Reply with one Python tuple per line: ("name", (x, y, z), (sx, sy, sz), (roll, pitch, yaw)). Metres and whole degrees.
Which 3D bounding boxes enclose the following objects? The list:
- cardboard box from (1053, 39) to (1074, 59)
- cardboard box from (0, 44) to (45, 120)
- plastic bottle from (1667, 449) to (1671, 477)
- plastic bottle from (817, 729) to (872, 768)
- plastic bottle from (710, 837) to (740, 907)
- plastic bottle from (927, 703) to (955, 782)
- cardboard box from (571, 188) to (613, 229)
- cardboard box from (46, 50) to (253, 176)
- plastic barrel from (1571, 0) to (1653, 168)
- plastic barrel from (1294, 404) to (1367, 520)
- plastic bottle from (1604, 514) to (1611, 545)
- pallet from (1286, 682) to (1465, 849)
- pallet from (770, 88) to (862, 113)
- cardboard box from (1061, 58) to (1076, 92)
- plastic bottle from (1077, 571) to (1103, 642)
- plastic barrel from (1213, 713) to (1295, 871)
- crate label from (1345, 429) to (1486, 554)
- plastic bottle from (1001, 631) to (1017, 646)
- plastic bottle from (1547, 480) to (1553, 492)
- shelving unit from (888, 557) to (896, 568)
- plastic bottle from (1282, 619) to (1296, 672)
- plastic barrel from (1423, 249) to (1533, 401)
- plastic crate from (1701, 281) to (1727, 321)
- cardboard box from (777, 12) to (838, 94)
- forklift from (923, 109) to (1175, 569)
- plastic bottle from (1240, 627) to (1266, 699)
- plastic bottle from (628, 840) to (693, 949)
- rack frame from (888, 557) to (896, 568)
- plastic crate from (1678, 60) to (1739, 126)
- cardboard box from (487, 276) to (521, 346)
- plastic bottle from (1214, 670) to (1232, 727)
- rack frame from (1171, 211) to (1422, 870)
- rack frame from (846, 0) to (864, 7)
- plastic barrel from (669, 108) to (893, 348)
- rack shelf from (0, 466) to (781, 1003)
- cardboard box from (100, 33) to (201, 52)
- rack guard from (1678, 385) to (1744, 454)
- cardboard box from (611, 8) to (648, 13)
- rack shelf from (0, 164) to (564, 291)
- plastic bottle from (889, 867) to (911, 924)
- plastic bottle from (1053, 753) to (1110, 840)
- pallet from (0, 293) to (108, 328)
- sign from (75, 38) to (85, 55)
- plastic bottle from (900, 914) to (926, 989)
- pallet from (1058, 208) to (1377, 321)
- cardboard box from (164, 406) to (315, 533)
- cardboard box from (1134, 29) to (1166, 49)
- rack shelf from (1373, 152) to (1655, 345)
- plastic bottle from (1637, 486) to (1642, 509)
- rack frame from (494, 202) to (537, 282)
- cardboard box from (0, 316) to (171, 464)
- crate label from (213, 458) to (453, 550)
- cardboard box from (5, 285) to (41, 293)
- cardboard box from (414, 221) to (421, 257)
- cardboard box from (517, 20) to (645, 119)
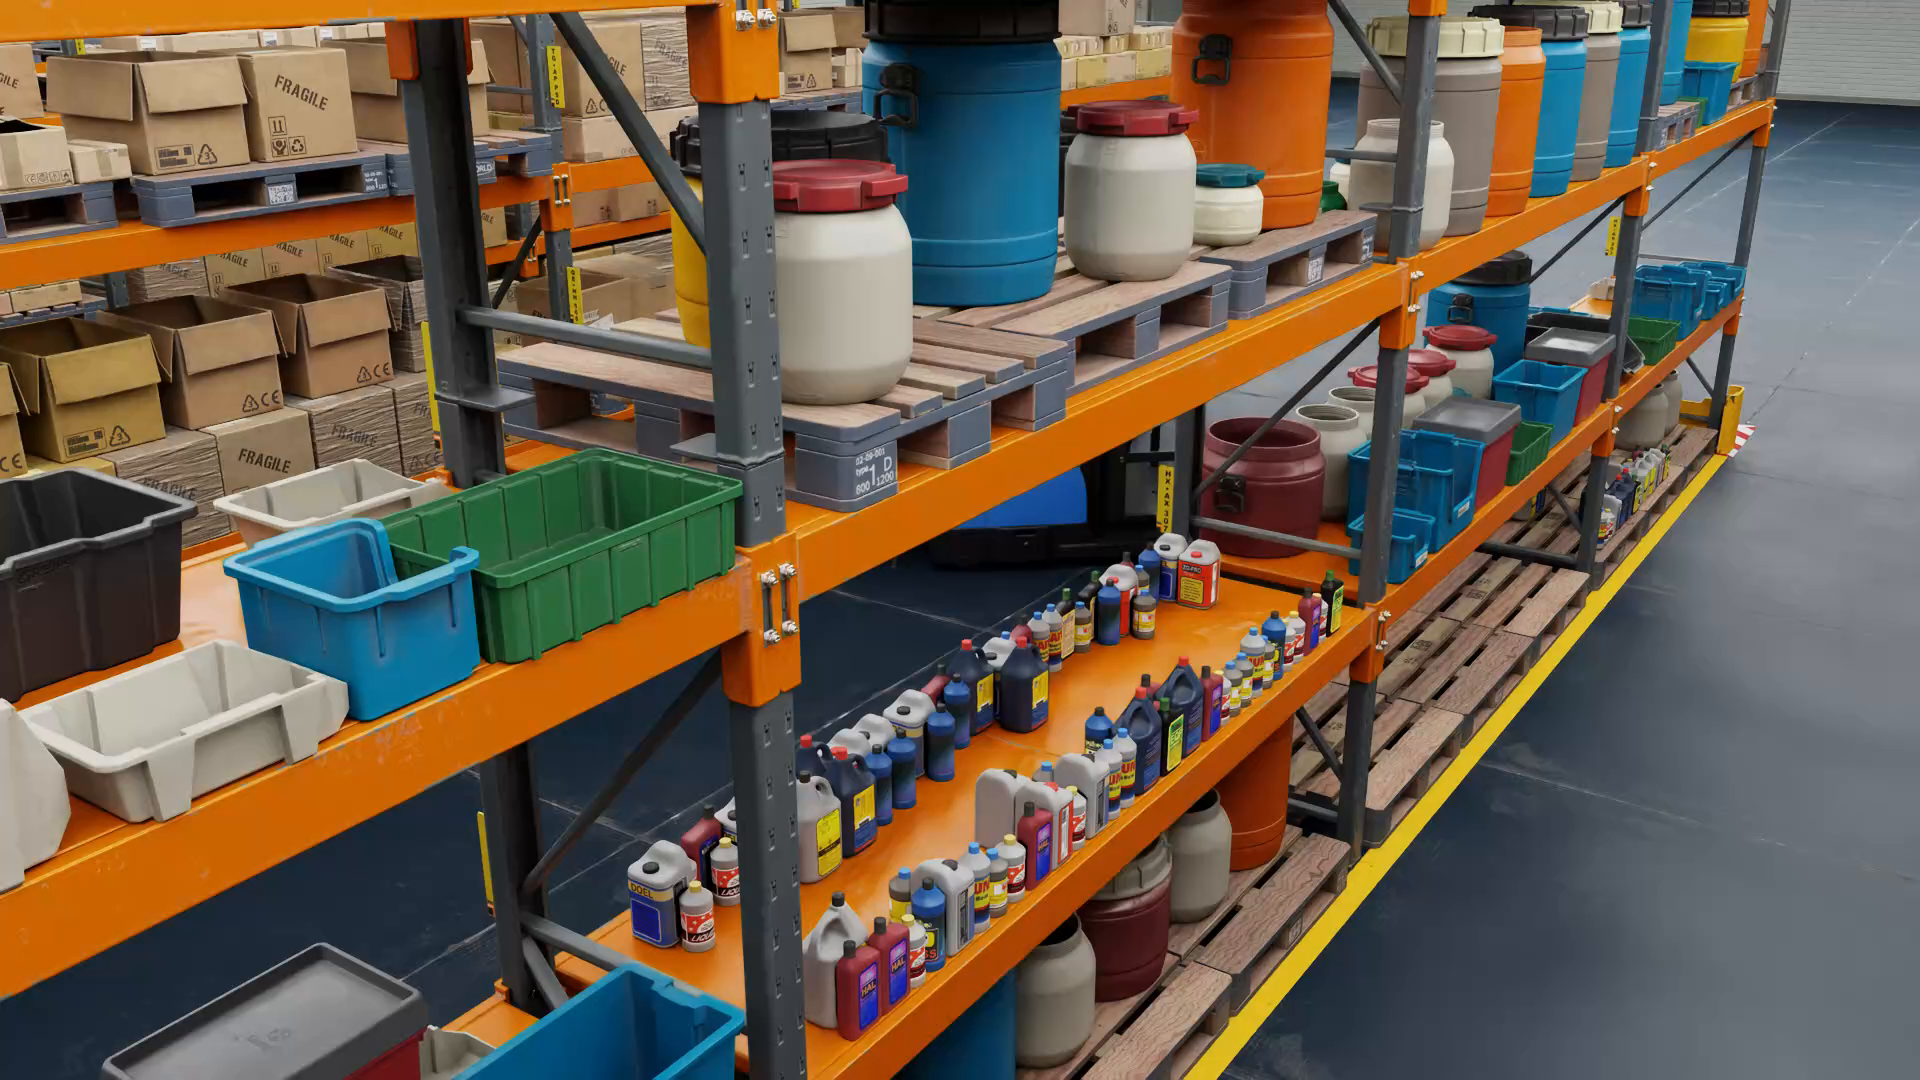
("cardboard box", (0.713, -4.055, 13.720), (0.380, 0.149, 0.250), (13, 24, 31))
("cardboard box", (-6.832, -3.205, 11.639), (0.500, 0.500, 0.500), (13, 24, 32))
("plastic bottle", (5.248, -0.580, 12.408), (0.097, 0.201, 0.097), (0, 20, 0))
("plastic bottle", (-0.385, 0.777, 5.518), (0.152, 0.276, 0.135), (13, 24, 32))
("plastic bottle", (-0.706, 0.997, 5.033), (0.097, 0.201, 0.097), (0, 20, 0))
("plastic bottle", (-0.065, 0.693, 5.752), (0.097, 0.271, 0.097), (0, 20, 0))
("cardboard box", (-3.984, -3.453, 16.561), (0.875, 0.550, 0.550), (13, 24, 32))
("cardboard box", (-3.806, -2.031, 7.853), (0.797, 0.503, 0.637), (13, 24, 31))
("plastic barrel", (3.563, -2.604, 9.435), (0.600, 0.901, 0.708), (13, 24, 32))
("plastic barrel", (1.822, -0.392, 8.340), (0.421, 0.512, 0.421), (0, 20, 0))
("plastic bottle", (4.268, -0.079, 11.056), (0.097, 0.201, 0.097), (0, 20, 0))
("pallet", (1.888, 1.090, 8.513), (1.003, 0.211, 1.213), (13, 24, 32))
("pallet", (-1.443, -2.981, 11.446), (1.213, 0.211, 1.003), (13, 24, 32))
("cardboard box", (0.619, -3.825, 13.675), (0.500, 0.250, 0.500), (12, 24, 30))
("plastic bottle", (0.537, 0.275, 6.865), (0.061, 0.283, 0.133), (13, 24, 32))
("plastic barrel", (1.160, 0.962, 7.364), (0.600, 0.830, 0.708), (13, 24, 32))
("crate label", (2.203, -0.252, 8.071), (0.502, 0.435, 0.616), (13, 24, 32))
("plastic bottle", (0.173, 0.478, 6.335), (0.097, 0.271, 0.097), (0, 20, 0))
("plastic bottle", (4.265, -0.497, 12.066), (0.061, 0.283, 0.133), (13, 24, 32))
("shelving unit", (-0.486, -0.467, 11.297), (0.258, 1.200, 0.503), (5, 21, 14))
("plastic bottle", (1.282, 0.413, 6.610), (0.097, 0.201, 0.097), (0, 20, 0))
("plastic barrel", (3.202, -1.334, 10.325), (0.600, 0.901, 0.708), (13, 24, 32))
("plastic crate", (5.514, -1.841, 12.633), (0.499, 0.251, 0.408), (13, 24, 32))
("cardboard box", (-1.302, -3.383, 11.508), (0.797, 0.503, 0.637), (14, 25, 34))
("forklift", (1.229, -1.397, 11.317), (3.031, 2.935, 1.130), (-3, 20, -7))
("plastic bottle", (1.118, 0.464, 6.372), (0.097, 0.271, 0.097), (0, 20, 0))
("plastic bottle", (-0.874, 1.027, 4.844), (0.152, 0.276, 0.135), (13, 24, 32))
("rack frame", (-0.548, -0.385, 11.076), (0.240, 1.200, 0.015), (5, 21, 14))
("plastic crate", (5.095, -3.092, 11.499), (0.392, 0.384, 0.575), (13, 24, 32))
("cardboard box", (-4.747, -2.059, 15.645), (1.050, 0.750, 0.750), (13, 24, 32))
("plastic bottle", (0.953, 0.581, 6.157), (0.097, 0.201, 0.097), (0, 20, 0))
("rack frame", (1.421, -0.003, 7.449), (1.000, 3.000, 0.127), (13, 24, 32))
("rack frame", (-0.427, -4.930, 12.122), (1.000, 3.000, 0.127), (13, 24, 32))
("plastic barrel", (-0.483, -0.849, 4.535), (0.600, 0.588, 0.600), (0, 20, 0))
("rack shelf", (-1.952, 0.649, 2.399), (1.077, 0.370, 4.000), (13, 24, 32))
("cardboard box", (-6.132, -3.739, 12.604), (0.500, 0.311, 0.500), (13, 24, 32))
("rack guard", (5.914, -1.095, 14.004), (1.175, 0.500, 0.348), (13, 24, 32))
("cardboard box", (-3.400, -5.208, 16.236), (0.500, 0.250, 0.500), (13, 24, 31))
("rack shelf", (-3.800, -1.464, 8.113), (1.077, 0.370, 4.000), (13, 24, 32))
("plastic bottle", (-0.160, 1.056, 4.874), (0.097, 0.201, 0.097), (0, 20, 0))
("plastic bottle", (0.398, 0.812, 5.424), (0.152, 0.276, 0.135), (13, 24, 32))
("pallet", (-7.033, -1.650, 12.178), (1.213, 0.211, 1.003), (13, 24, 32))
("sign", (-6.273, -3.508, 11.856), (0.100, 0.325, 0.005), (13, 24, 32))
("plastic bottle", (-0.144, 1.141, 4.643), (0.097, 0.201, 0.097), (0, 20, 0))
("pallet", (0.910, -1.121, 6.419), (1.003, 0.211, 1.213), (13, 24, 32))
("cardboard box", (-3.609, -0.388, 8.347), (0.500, 0.500, 0.500), (14, 24, 33))
("cardboard box", (1.617, -4.495, 14.912), (0.380, 0.149, 0.250), (12, 23, 30))
("rack shelf", (2.545, -1.646, 8.605), (1.077, 0.370, 4.000), (13, 24, 32))
("plastic bottle", (4.751, -0.326, 11.722), (0.097, 0.201, 0.097), (0, 20, 0))
("rack frame", (-4.472, -3.113, 15.856), (1.000, 3.000, 0.127), (13, 24, 32))
("cardboard box", (-4.177, -0.718, 7.792), (0.797, 0.503, 0.637), (14, 24, 32))
("crate label", (-1.342, -0.054, 3.644), (0.293, 0.136, 0.466), (13, 24, 32))
("cardboard box", (-6.771, -1.876, 11.842), (0.380, 0.149, 0.250), (14, 25, 34))
("cardboard box", (-4.829, -2.813, 14.901), (0.500, 0.500, 0.500), (13, 24, 31))
("cardboard box", (-2.199, -2.742, 9.665), (0.500, 0.500, 0.500), (14, 24, 32))
